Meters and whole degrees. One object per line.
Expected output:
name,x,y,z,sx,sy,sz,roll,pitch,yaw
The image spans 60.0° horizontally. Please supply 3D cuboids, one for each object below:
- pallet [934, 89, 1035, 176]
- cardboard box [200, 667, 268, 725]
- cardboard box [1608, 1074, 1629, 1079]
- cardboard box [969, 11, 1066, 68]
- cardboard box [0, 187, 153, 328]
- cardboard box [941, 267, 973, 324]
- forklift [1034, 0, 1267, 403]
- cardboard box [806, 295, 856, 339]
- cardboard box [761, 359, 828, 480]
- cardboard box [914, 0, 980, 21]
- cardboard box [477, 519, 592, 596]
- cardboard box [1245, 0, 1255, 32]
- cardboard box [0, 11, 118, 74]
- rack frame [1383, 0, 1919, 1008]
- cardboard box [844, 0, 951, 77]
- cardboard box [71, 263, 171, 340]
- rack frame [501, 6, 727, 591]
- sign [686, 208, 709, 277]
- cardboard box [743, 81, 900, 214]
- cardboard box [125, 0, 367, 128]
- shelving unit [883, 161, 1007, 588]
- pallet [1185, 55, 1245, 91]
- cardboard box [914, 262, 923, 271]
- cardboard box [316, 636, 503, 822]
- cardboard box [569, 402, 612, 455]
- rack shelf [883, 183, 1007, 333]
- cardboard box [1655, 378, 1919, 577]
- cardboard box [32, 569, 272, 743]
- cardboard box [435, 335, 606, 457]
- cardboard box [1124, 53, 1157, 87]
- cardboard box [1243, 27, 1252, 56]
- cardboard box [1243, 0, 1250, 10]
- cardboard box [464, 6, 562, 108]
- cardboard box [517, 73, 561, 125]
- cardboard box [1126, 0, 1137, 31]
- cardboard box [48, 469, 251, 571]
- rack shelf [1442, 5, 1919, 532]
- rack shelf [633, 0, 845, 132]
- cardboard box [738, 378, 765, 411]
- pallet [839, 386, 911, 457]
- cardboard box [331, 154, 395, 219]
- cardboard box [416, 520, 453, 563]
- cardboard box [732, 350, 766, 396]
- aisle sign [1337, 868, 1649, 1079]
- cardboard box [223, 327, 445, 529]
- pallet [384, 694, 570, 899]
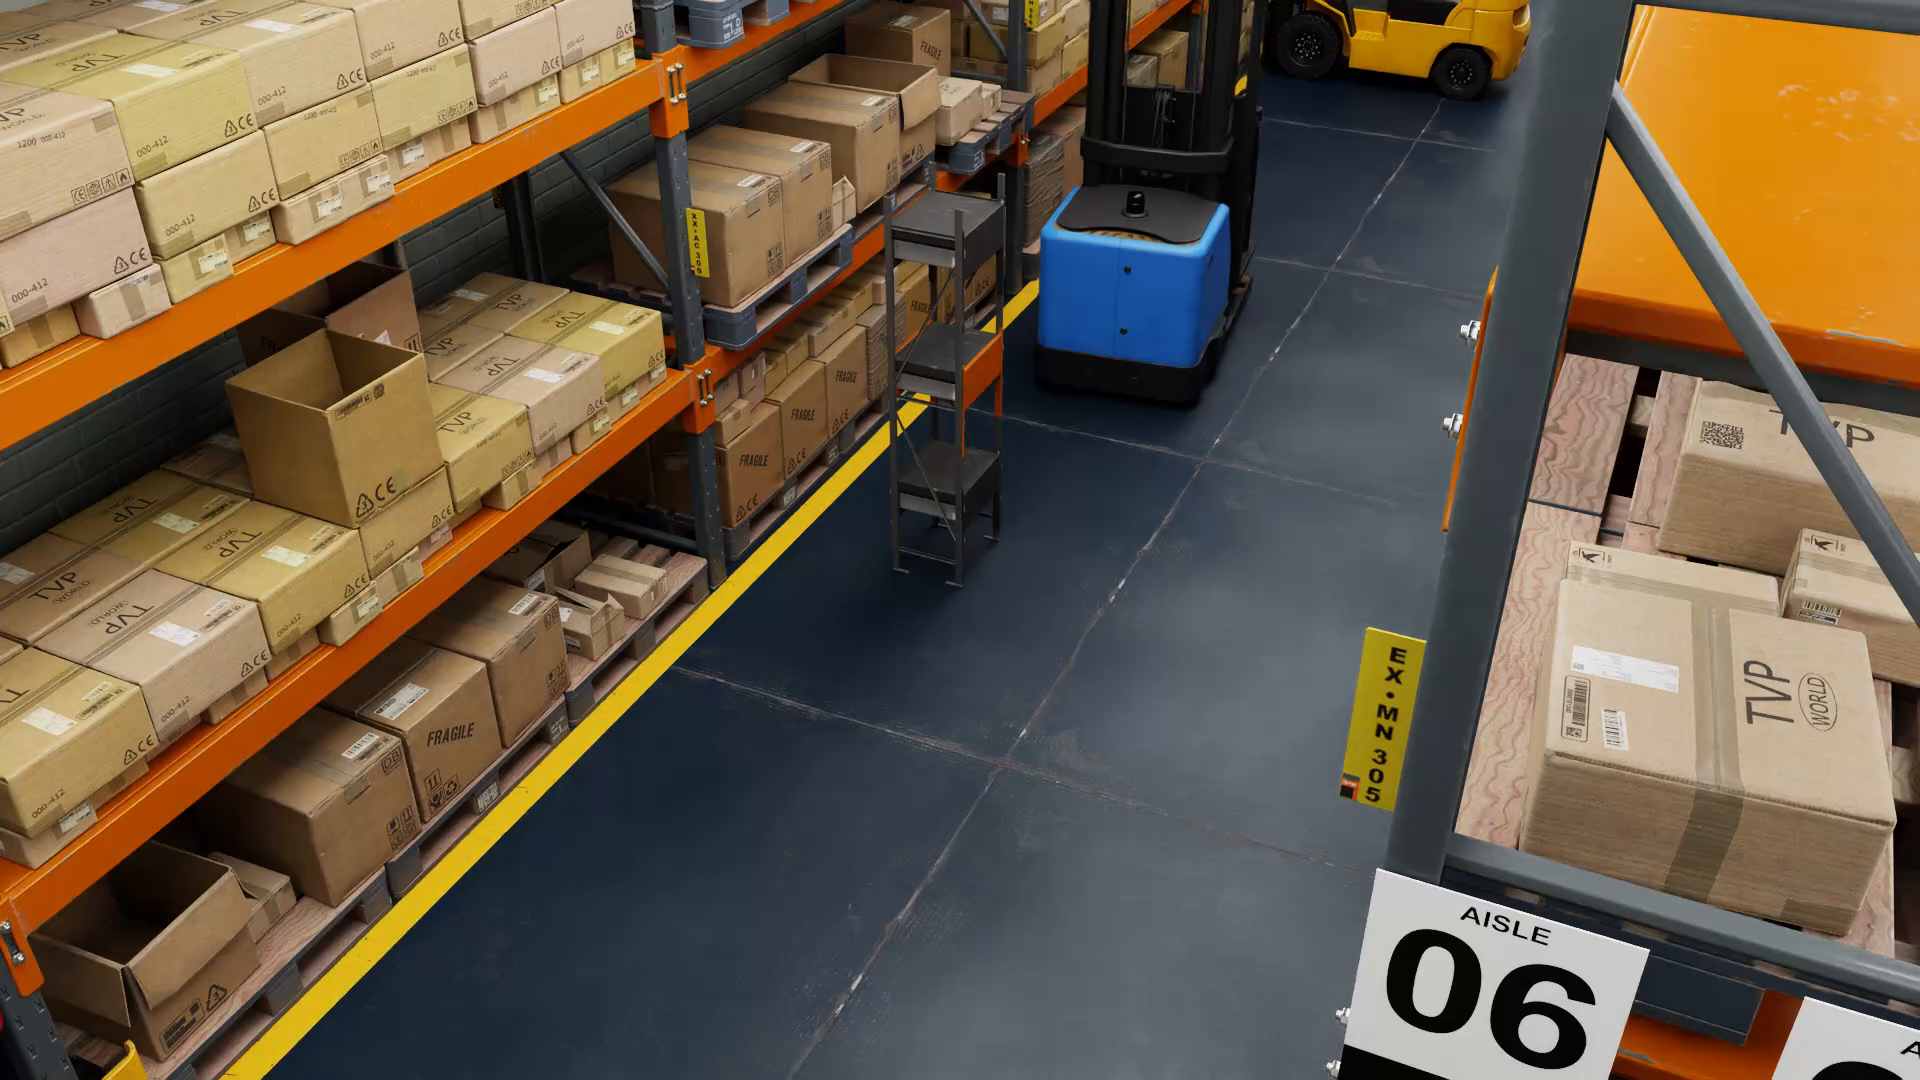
pallet,-0.258,-2.690,10.660,1.213,0.211,1.003,14,36,20
cardboard box,-2.694,0.477,5.884,0.380,0.149,0.250,15,36,22
cardboard box,1.093,1.042,3.200,0.380,0.149,0.250,15,36,21
cardboard box,0.392,-3.429,11.294,0.500,0.250,0.500,14,36,20
cardboard box,-2.757,-0.872,4.842,0.500,0.250,0.500,15,36,21
cardboard box,-0.239,-1.747,10.944,0.500,0.500,0.500,14,36,20
forklift,1.425,-2.877,10.833,1.130,2.935,3.031,10,35,15
cardboard box,-0.830,-1.315,9.694,0.380,0.149,0.250,15,36,22
cardboard box,-1.091,-0.718,9.375,0.500,0.500,0.500,14,36,20
cardboard box,-0.086,-3.645,11.259,0.380,0.149,0.250,15,36,22
cardboard box,-2.203,0.092,8.311,0.500,0.311,0.500,15,36,22
cardboard box,2.548,-5.020,15.707,0.500,0.250,0.500,14,36,20
cardboard box,-3.028,-1.468,5.295,0.500,0.250,0.500,15,36,21
rack frame,1.125,-0.511,1.691,1.000,3.000,0.127,14,36,20
cardboard box,-0.395,-3.121,10.668,0.500,0.500,0.500,16,36,23
cardboard box,-2.634,-0.755,5.028,0.380,0.149,0.250,15,36,22
rack frame,-1.712,-1.131,8.108,1.000,3.000,0.127,14,36,20
sign,-1.215,-1.373,7.687,0.100,0.325,0.005,14,36,20
cardboard box,-0.761,-2.187,9.245,0.700,0.500,0.500,14,36,20
cardboard box,-2.340,-1.586,5.476,0.500,0.250,0.500,15,36,22
shelving unit,-0.069,-0.796,8.417,0.431,2.100,0.503,14,36,20
pallet,2.006,-4.336,15.539,1.003,0.211,1.213,14,36,20
cardboard box,-0.403,-1.836,10.488,0.380,0.149,0.250,15,36,22
cardboard box,-2.338,0.790,7.074,0.500,0.500,0.500,15,36,21
cardboard box,-1.792,-0.540,7.436,0.380,0.149,0.250,15,36,22
rack shelf,-0.069,-1.370,8.041,0.431,0.518,0.480,14,36,20
cardboard box,1.797,-0.171,3.515,0.500,0.311,0.500,15,36,21
cardboard box,-2.740,0.384,5.663,0.500,0.250,0.500,15,36,21
cardboard box,-1.899,-0.631,7.210,0.500,0.250,0.500,14,36,21
cardboard box,1.096,-3.651,13.734,0.875,0.625,0.625,14,36,20
cardboard box,2.538,-4.822,15.862,0.500,0.250,0.500,15,36,21
cardboard box,2.346,-4.981,15.192,0.500,0.250,0.500,14,36,21
cardboard box,-1.894,-1.888,6.393,0.500,0.250,0.500,13,35,19
cardboard box,-1.819,-1.781,6.593,0.380,0.149,0.250,15,36,22
cardboard box,1.012,-3.991,12.607,0.500,0.250,0.500,15,36,22
cardboard box,-3.005,0.007,6.238,0.500,0.250,0.500,15,36,22
rack shelf,1.962,-1.039,3.517,1.077,0.370,4.000,14,36,20
rack shelf,-0.875,-3.081,9.002,1.077,0.370,4.000,14,36,20
cardboard box,-1.274,-0.806,8.918,0.380,0.149,0.250,13,35,19
pallet,-0.897,-0.989,10.434,1.003,0.211,1.213,14,36,20
cardboard box,-2.211,-1.260,5.799,0.380,0.149,0.250,15,36,21
cardboard box,-2.277,-0.045,6.681,0.380,0.149,0.250,14,36,20
cardboard box,-1.255,-0.915,8.813,0.380,0.149,0.250,12,35,18
aisle sign,0.813,0.875,2.677,0.394,0.787,0.004,14,36,20
cardboard box,-2.323,-0.426,6.214,0.500,0.500,0.500,15,36,22
pallet,-2.509,0.986,7.422,1.003,0.211,1.213,14,36,20
